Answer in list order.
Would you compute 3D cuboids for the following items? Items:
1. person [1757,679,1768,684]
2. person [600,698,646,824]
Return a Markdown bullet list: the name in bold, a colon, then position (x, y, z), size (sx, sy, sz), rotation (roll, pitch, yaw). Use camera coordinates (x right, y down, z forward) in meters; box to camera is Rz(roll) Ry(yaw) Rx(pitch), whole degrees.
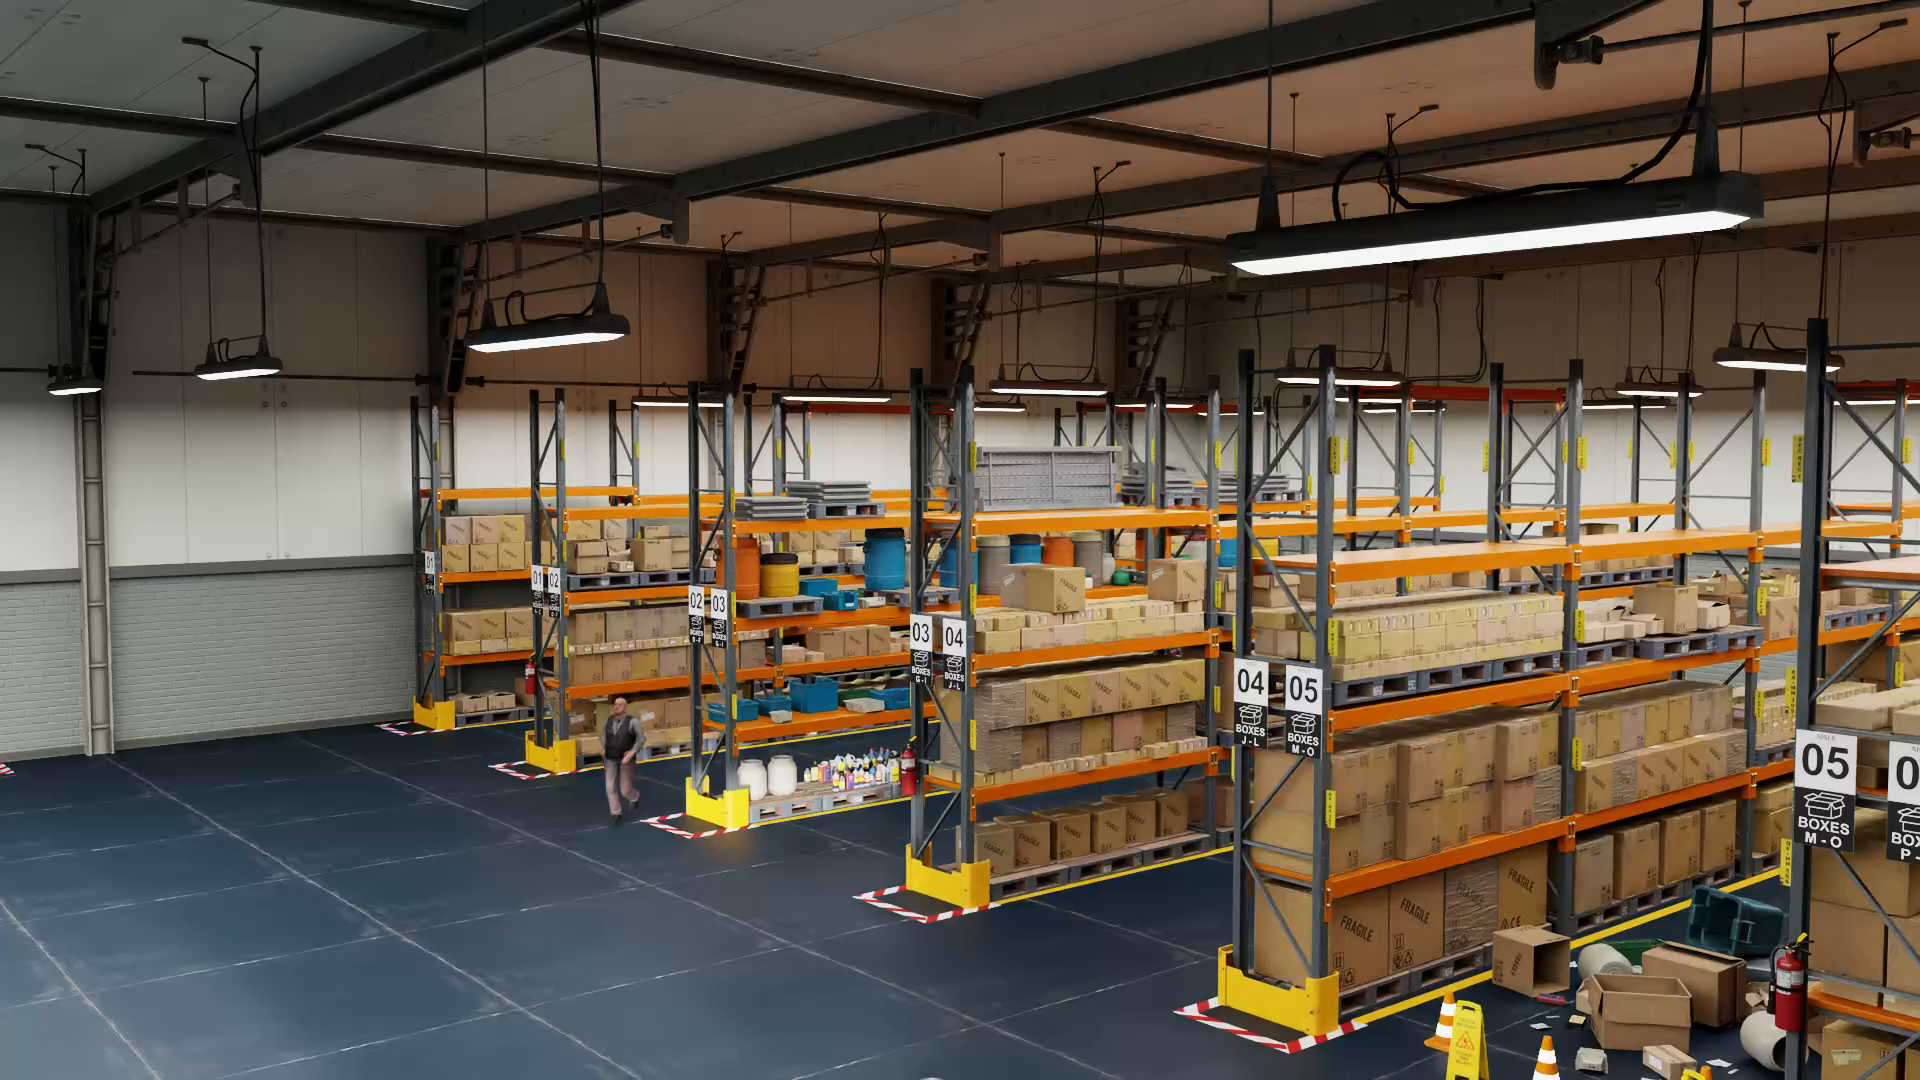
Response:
- **person**: position (11.930, 2.889, 24.836), size (0.552, 1.629, 0.598), rotation (-3, 4, -37)
- **person**: position (-4.599, 2.978, 22.657), size (0.677, 1.679, 0.721), rotation (1, 3, 10)
